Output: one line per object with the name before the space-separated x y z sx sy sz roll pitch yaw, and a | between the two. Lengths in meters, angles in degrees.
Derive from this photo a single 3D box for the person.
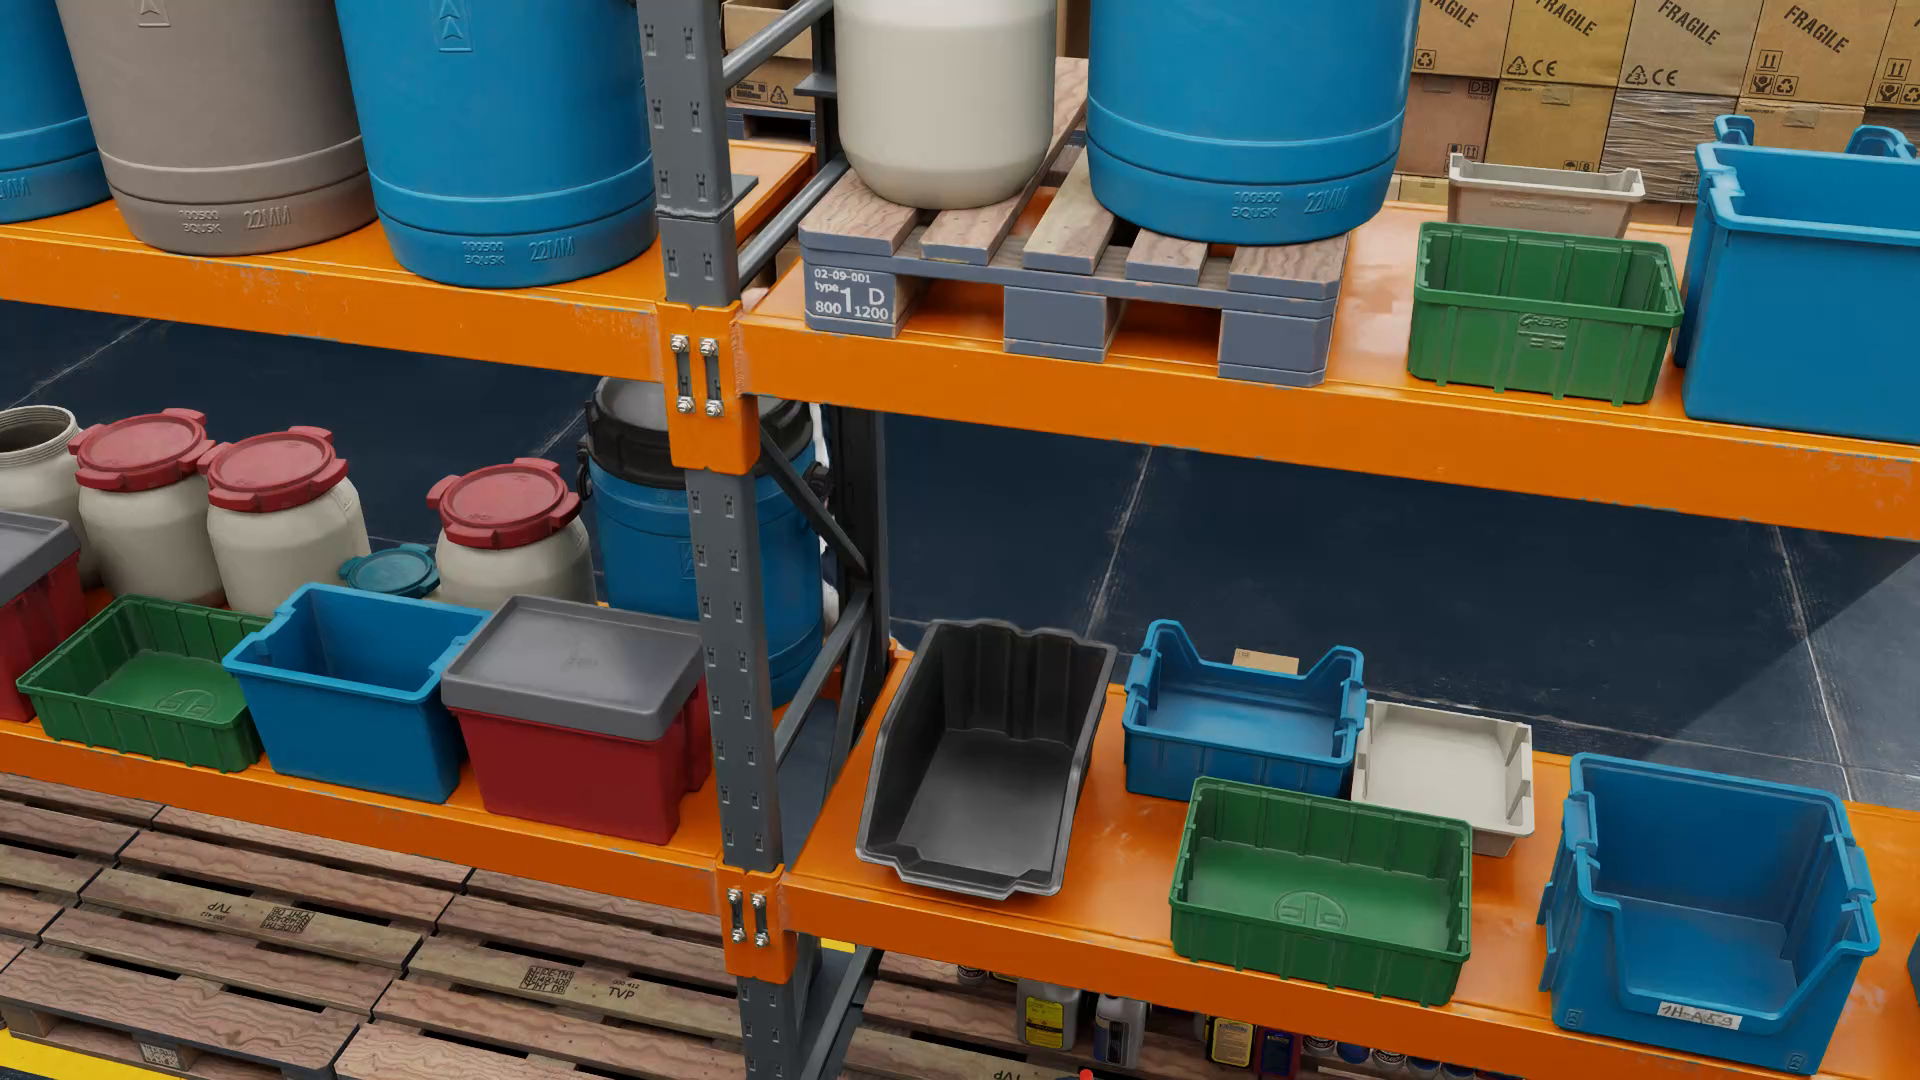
person | -0.751 -0.161 6.402 1.145 1.729 0.569 3 33 5
